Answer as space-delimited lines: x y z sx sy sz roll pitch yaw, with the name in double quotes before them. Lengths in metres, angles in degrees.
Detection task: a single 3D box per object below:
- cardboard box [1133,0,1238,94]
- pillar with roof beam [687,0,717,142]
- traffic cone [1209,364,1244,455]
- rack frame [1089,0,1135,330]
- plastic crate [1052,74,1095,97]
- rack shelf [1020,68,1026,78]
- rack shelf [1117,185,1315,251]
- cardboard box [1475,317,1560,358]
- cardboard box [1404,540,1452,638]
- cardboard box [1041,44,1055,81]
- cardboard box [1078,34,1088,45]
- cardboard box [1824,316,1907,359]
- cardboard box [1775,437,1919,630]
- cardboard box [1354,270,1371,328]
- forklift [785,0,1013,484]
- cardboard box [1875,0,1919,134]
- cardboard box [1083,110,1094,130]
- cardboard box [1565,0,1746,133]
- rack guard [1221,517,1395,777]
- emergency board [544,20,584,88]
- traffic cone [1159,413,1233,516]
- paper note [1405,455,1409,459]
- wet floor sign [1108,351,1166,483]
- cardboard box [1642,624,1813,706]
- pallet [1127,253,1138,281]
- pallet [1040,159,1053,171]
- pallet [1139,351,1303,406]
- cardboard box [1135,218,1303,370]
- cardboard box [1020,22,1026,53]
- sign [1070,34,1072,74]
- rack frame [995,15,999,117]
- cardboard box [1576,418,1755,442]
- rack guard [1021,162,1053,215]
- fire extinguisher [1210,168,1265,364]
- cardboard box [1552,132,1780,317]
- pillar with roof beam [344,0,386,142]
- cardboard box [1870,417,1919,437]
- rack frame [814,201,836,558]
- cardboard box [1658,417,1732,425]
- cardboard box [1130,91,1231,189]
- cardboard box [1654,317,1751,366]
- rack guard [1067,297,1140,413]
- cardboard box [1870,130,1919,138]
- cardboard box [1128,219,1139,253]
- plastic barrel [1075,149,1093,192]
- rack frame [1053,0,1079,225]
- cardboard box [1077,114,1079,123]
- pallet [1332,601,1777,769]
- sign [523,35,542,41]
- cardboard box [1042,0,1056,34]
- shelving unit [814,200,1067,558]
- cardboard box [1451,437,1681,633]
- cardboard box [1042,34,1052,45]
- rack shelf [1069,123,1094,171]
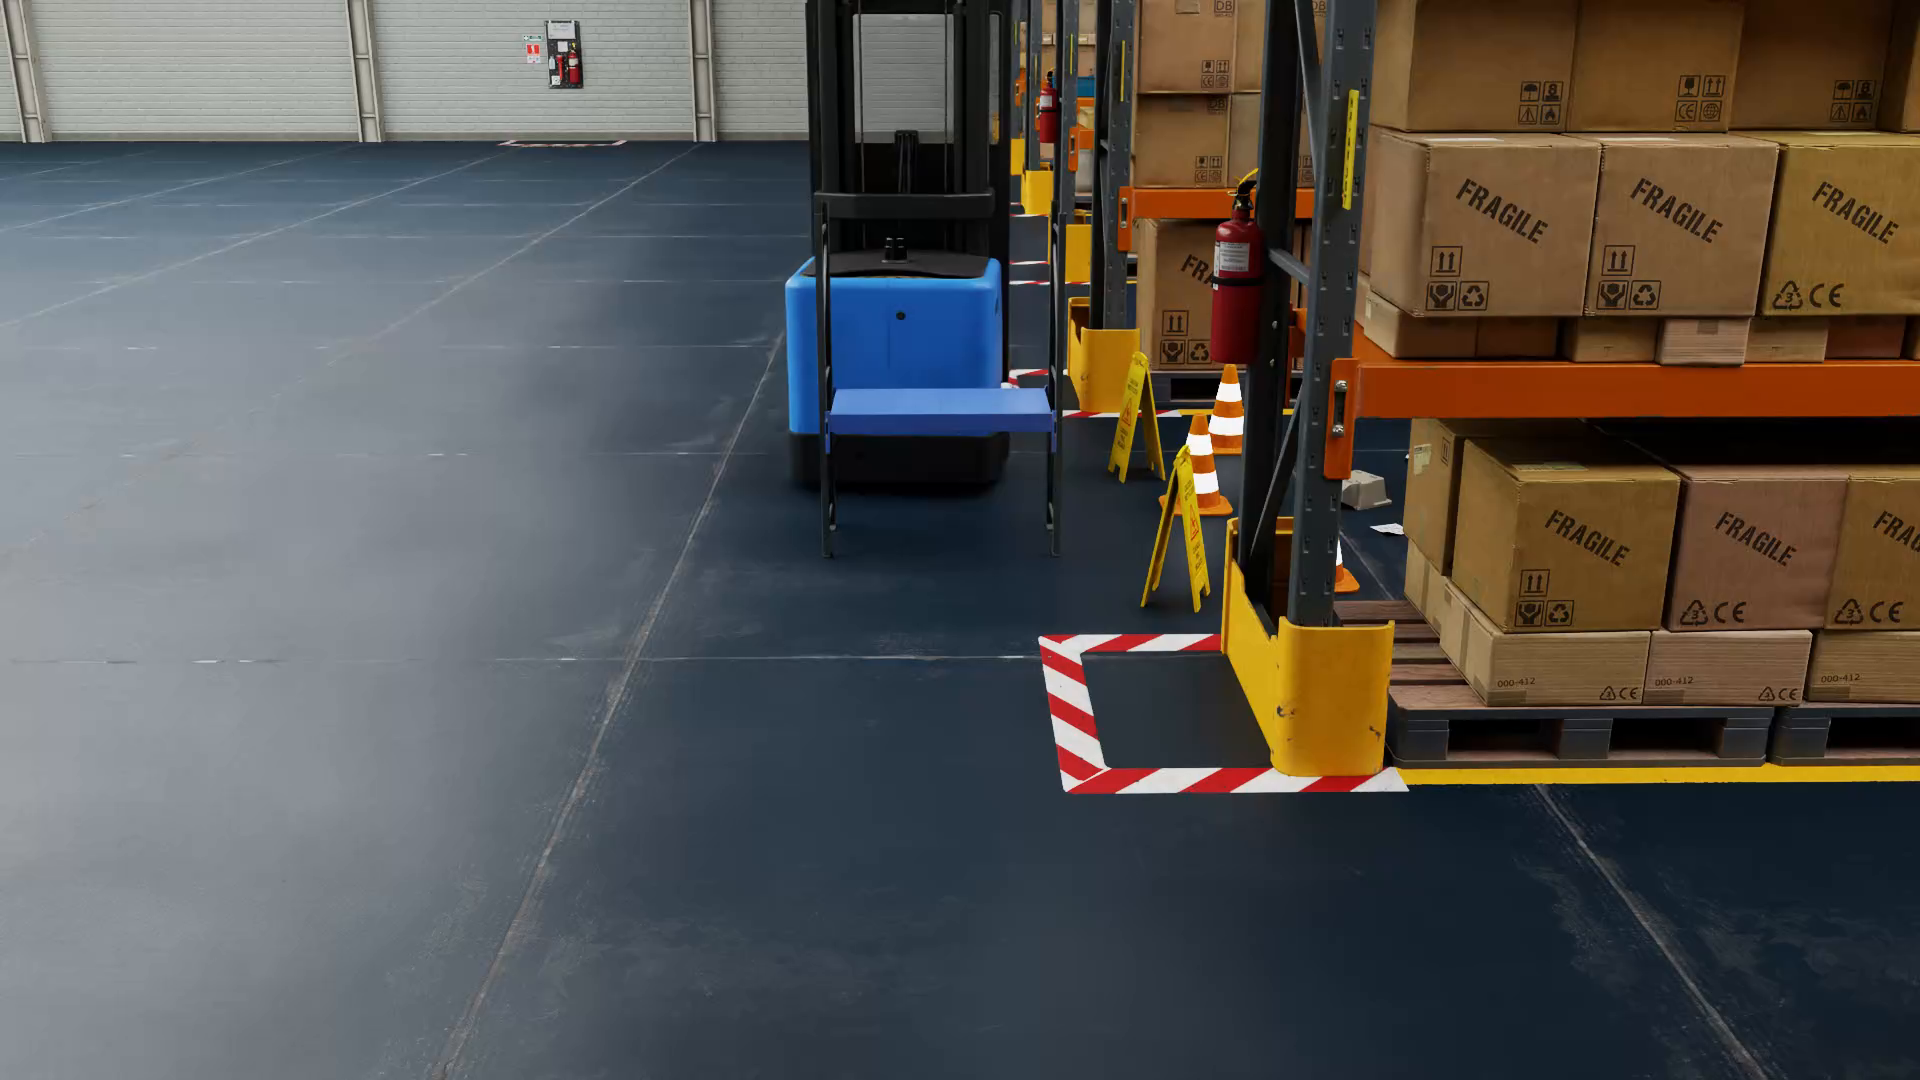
"cardboard box" 1.286 -2.945 9.847 0.550 0.550 0.875 0 18 -1
"pillar with roof beam" -4.542 -10.204 24.667 0.400 9.000 9.100 0 18 -1
"traffic cone" 1.468 -0.730 9.110 0.334 0.463 0.336 0 18 -1
"rack frame" 0.915 -2.370 10.067 0.127 3.000 1.000 0 18 -1
"plastic crate" 1.355 -5.421 19.821 0.616 0.251 0.499 0 18 -1
"rack shelf" 2.703 -8.091 29.078 4.000 0.370 1.077 0 18 -1
"rack shelf" 2.915 -2.037 10.207 4.000 0.370 1.077 0 18 -1
"cardboard box" 1.689 -0.683 5.219 0.250 0.149 0.380 0 18 0
"cardboard box" 1.922 0.165 5.980 0.500 0.250 0.500 0 18 -1
"cardboard box" 1.252 -6.956 24.202 0.500 0.500 0.700 0 18 -1
"cardboard box" 1.694 -7.206 23.918 0.250 0.149 0.380 0 18 -1
"cardboard box" 2.732 -0.677 5.203 0.250 0.149 0.380 0 18 1
"cardboard box" 2.953 -0.029 5.358 0.500 0.500 0.500 0 18 0
"cardboard box" 1.464 -0.806 5.603 0.250 0.149 0.380 0 18 1
"forklift" -0.254 -2.073 9.253 1.130 2.935 3.031 1 18 3
"cardboard box" 3.117 -1.587 5.339 0.500 0.500 0.700 0 18 -1
"cardboard box" 1.226 -3.694 14.606 0.250 0.149 0.380 0 18 -1
"cardboard box" 2.107 -1.593 5.358 0.500 0.500 0.700 0 18 0
"rack guard" 1.170 0.332 5.738 0.348 0.500 1.175 0 18 -1
"emergency board" -7.082 -8.662 29.682 0.643 1.169 0.194 0 18 -1
"traffic cone" 1.146 -0.384 8.029 0.334 0.463 0.336 0 18 -1
"paper note" 2.468 -0.444 8.927 0.142 0.017 0.144 6 19 18
"wet floor sign" 0.917 -0.644 8.541 0.232 0.644 0.267 -3 18 -10
"cardboard box" 2.415 0.331 5.460 0.500 0.250 0.500 0 18 1
"pallet" 1.826 -2.551 15.196 1.213 0.211 1.003 0 18 -1
"pallet" 1.549 -5.599 24.699 1.213 0.211 1.003 0 18 -1
"pallet" 1.713 -1.069 10.579 1.213 0.211 1.003 0 18 -1
"cardboard box" 1.592 -1.581 10.400 0.875 0.875 0.875 0 18 -1
"cardboard box" 1.185 -8.629 28.565 0.500 0.500 0.500 0 18 -1
"sign" 0.946 -4.131 14.142 0.005 0.325 0.100 0 18 -1
"rack frame" 0.703 -8.423 28.938 0.127 3.000 1.000 0 18 -1
"cardboard box" 2.413 -0.193 5.868 0.500 0.500 0.500 0 18 1
"rack guard" 0.935 -4.222 19.934 0.348 0.500 1.175 0 18 -1
"fire extinguisher" 0.972 -0.962 5.804 0.183 0.674 0.296 0 18 -1
"cardboard box" 2.090 -0.969 5.048 0.500 0.500 0.500 0 18 1
"pillar with roof beam" -10.541 -10.175 24.577 0.400 9.000 9.100 0 18 -1
"cardboard box" 3.446 -0.197 5.879 0.500 0.500 0.500 1 18 2
"rack frame" -0.594 -0.711 7.353 0.032 1.500 0.500 0 18 -1
"cardboard box" 2.508 -0.521 5.828 0.250 0.149 0.380 0 18 0
"cardboard box" 1.285 -2.457 10.092 0.550 0.550 0.875 0 18 -1
"cardboard box" 2.210 -0.646 5.106 0.250 0.149 0.380 0 18 0
"rack guard" 0.891 -1.179 10.448 0.348 0.500 1.175 0 18 -1
"cardboard box" 3.108 -0.976 5.073 0.500 0.500 0.500 -1 18 -2
"cardboard box" 1.562 -2.893 15.102 0.500 0.500 0.500 3 18 9
"plastic barrel" 1.516 -4.440 19.905 0.421 0.512 0.421 0 18 0
"rack frame" 0.938 -3.885 14.790 0.127 3.000 1.000 0 18 -1
"cardboard box" 1.824 -6.096 24.269 0.500 0.500 0.500 0 18 -1
"pallet" 1.983 0.476 5.761 1.213 0.211 1.003 0 18 -1
"sign" -7.631 -8.957 29.677 0.331 0.109 0.001 0 18 -1
"cardboard box" 1.305 -7.574 24.004 0.500 0.500 0.700 0 18 -1
"shelving unit" -0.085 -0.714 7.360 1.048 1.500 0.538 0 18 -1
"cardboard box" 1.929 -0.026 5.346 0.500 0.500 0.500 -1 18 -3
"cardboard box" 1.181 -7.203 23.909 0.250 0.149 0.380 0 18 -1
"rack shelf" 2.937 -3.552 14.930 4.000 0.370 1.077 0 18 -1
